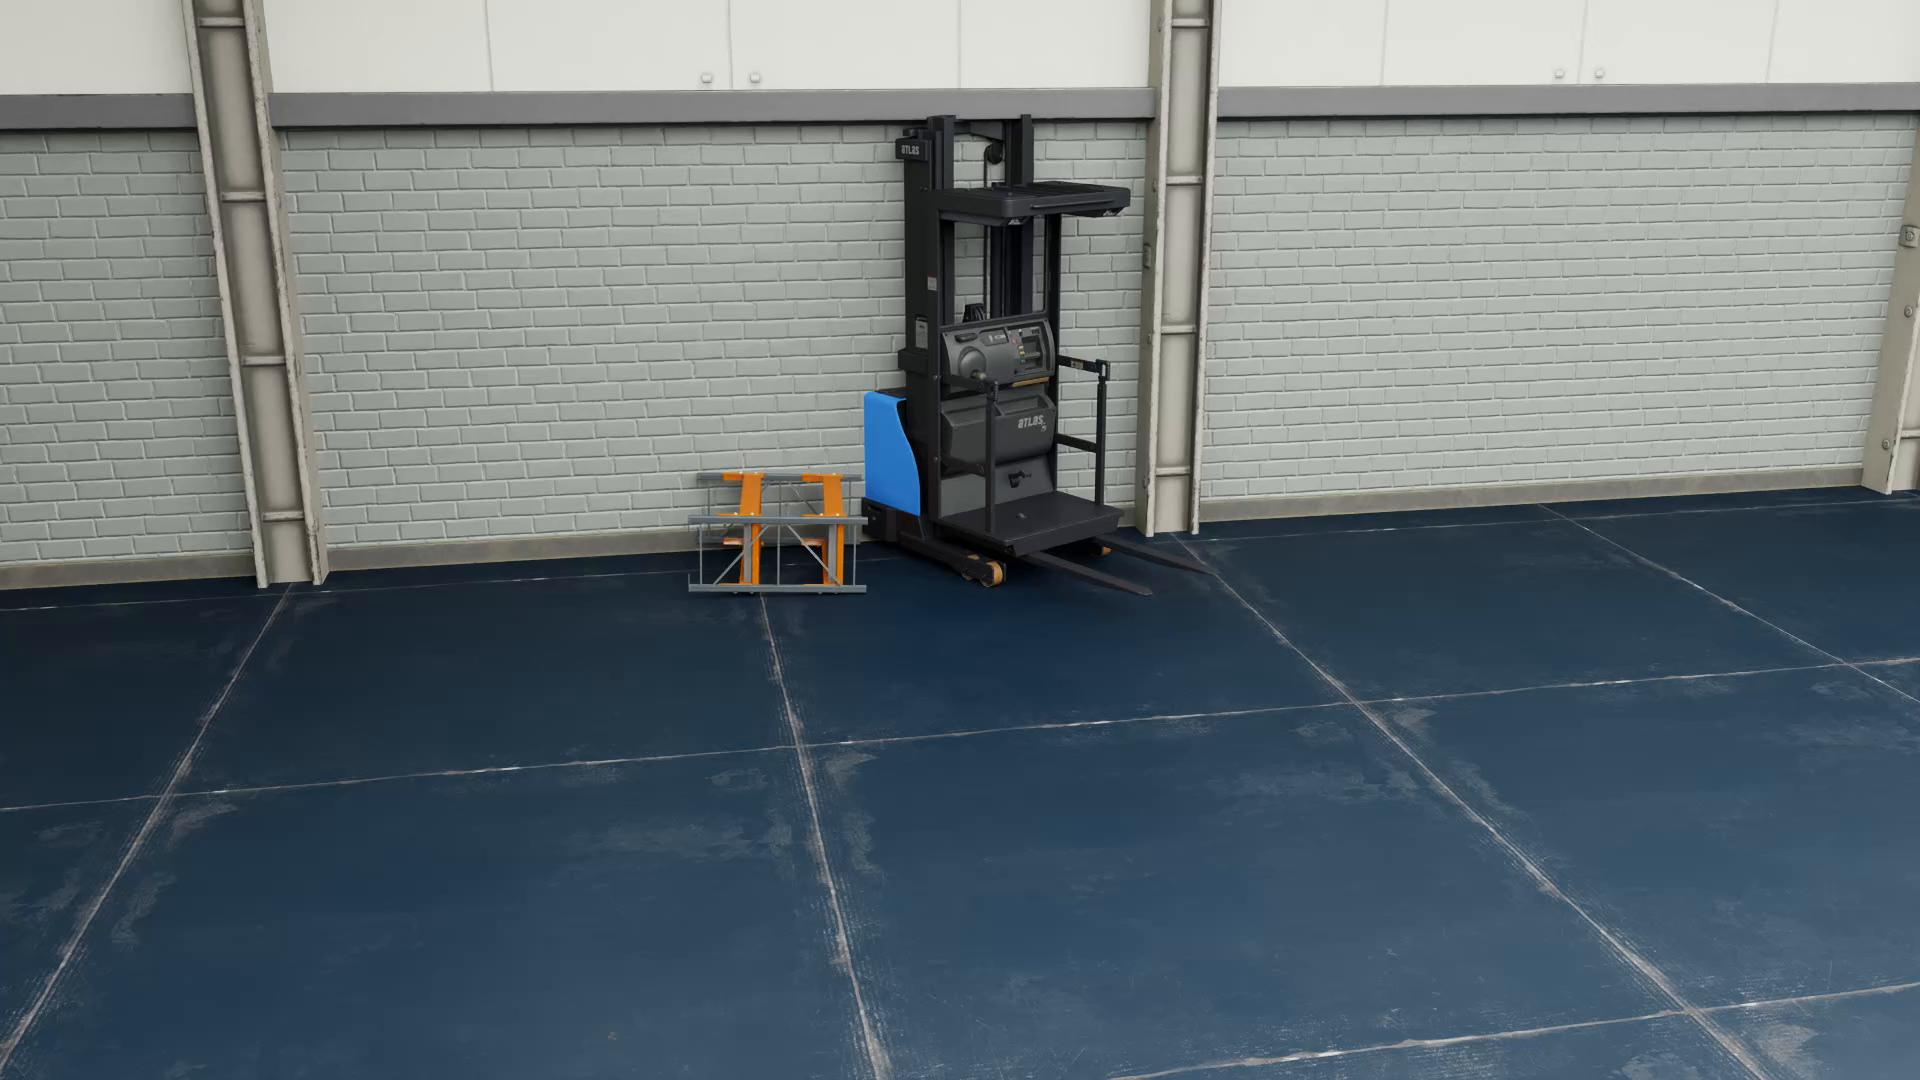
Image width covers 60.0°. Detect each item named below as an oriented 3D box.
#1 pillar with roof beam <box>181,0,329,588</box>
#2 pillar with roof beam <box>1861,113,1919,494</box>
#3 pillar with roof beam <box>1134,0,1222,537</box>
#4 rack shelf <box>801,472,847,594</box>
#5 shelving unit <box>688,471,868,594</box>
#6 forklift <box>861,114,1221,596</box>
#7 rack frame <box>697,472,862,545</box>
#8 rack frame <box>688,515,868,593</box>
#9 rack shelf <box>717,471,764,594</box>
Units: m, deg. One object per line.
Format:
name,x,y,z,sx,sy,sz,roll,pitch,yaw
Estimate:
pillar with roof beam,-3.579,-2.805,5.618,0.400,9.000,9.100,-3,17,-10
pillar with roof beam,8.203,-3.473,7.794,0.400,9.000,9.100,-3,17,-10
pillar with roof beam,2.312,-3.139,6.706,0.400,9.000,9.100,-3,17,-10
rack shelf,-0.910,-0.059,11.050,0.278,0.538,1.000,1,17,-6
shelving unit,-1.201,-0.062,11.020,1.125,0.538,1.048,1,17,-6
forklift,0.401,-1.261,10.926,1.130,2.935,3.031,-14,22,-38
rack frame,-1.249,-0.215,11.503,1.125,0.500,0.032,1,17,-6
rack frame,-1.153,0.091,10.538,1.125,0.500,0.032,1,17,-6
rack shelf,-1.444,-0.064,10.995,0.278,0.538,1.000,1,17,-6
